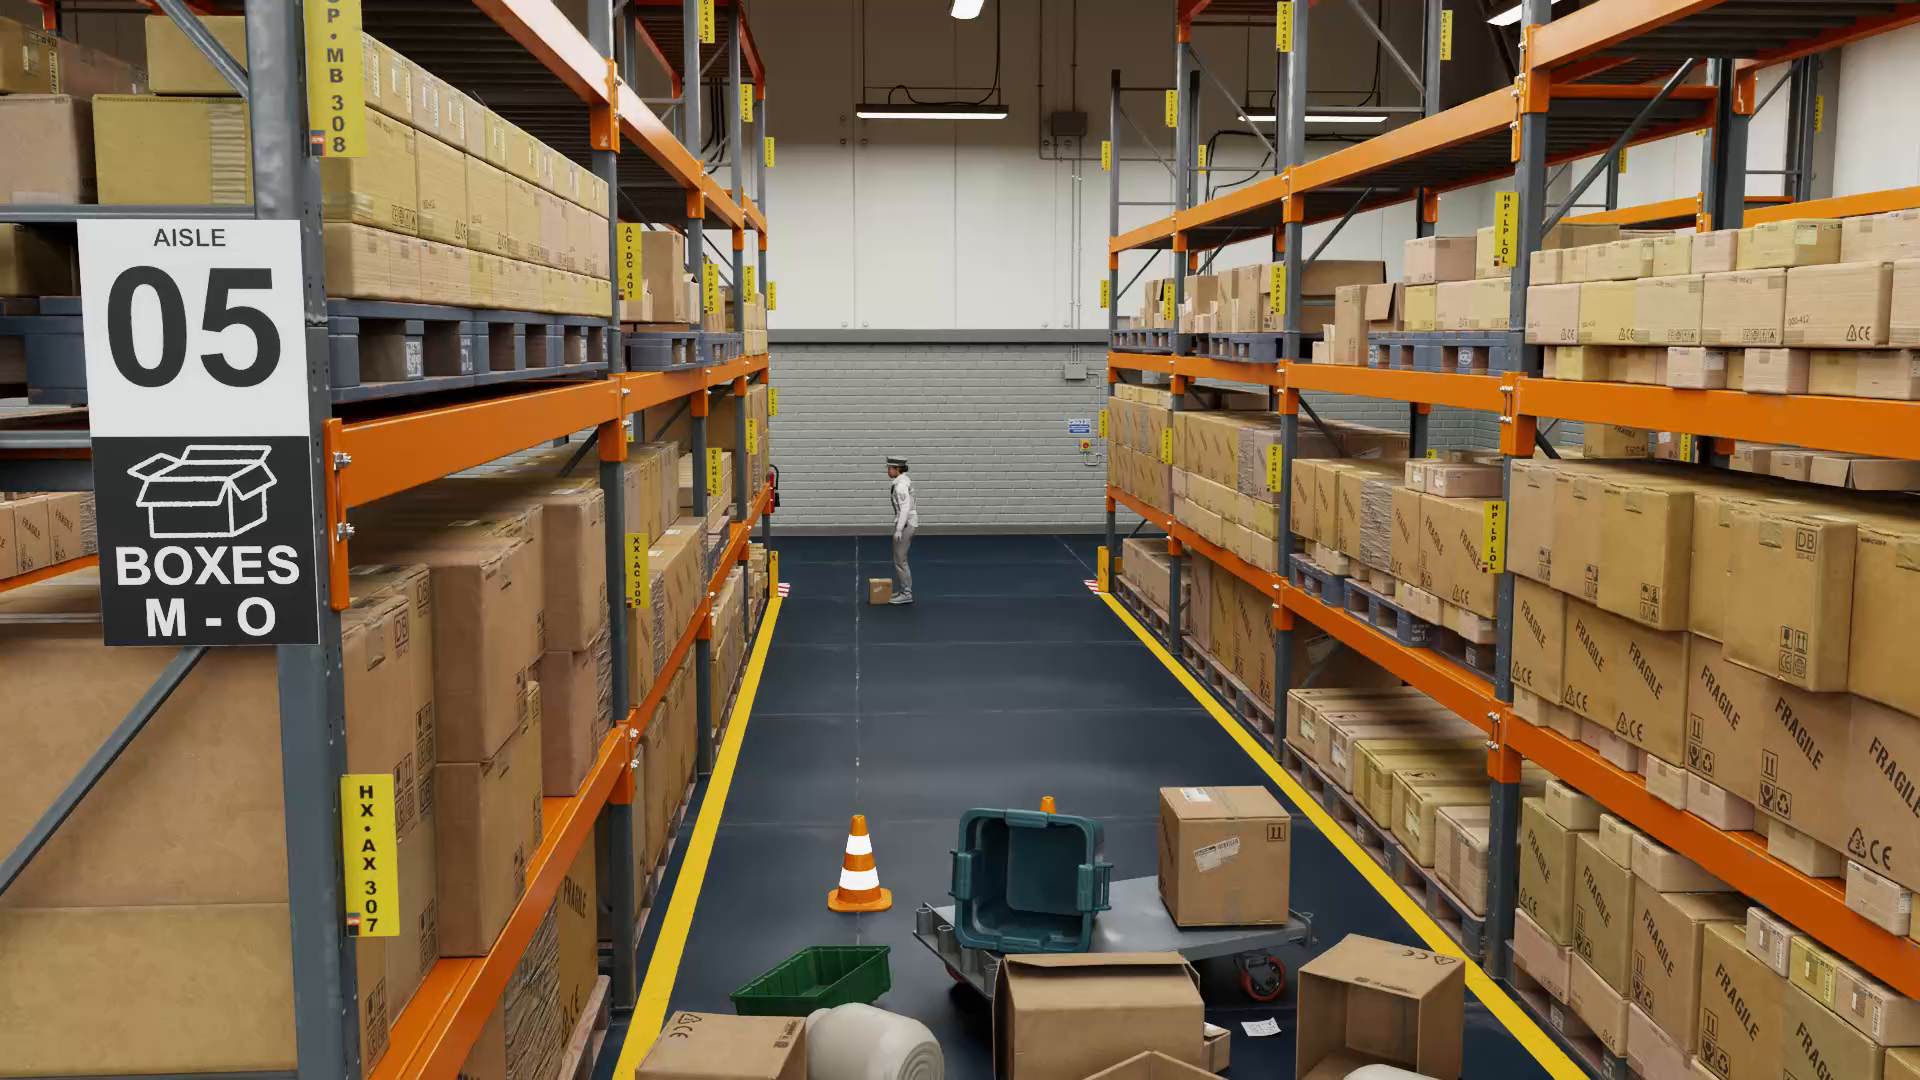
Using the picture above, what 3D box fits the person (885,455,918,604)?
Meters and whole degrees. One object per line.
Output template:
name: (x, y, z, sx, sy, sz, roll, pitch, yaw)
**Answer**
person: (-0.658, -0.125, 18.757, 0.371, 1.663, 0.530, 0, 7, -3)
